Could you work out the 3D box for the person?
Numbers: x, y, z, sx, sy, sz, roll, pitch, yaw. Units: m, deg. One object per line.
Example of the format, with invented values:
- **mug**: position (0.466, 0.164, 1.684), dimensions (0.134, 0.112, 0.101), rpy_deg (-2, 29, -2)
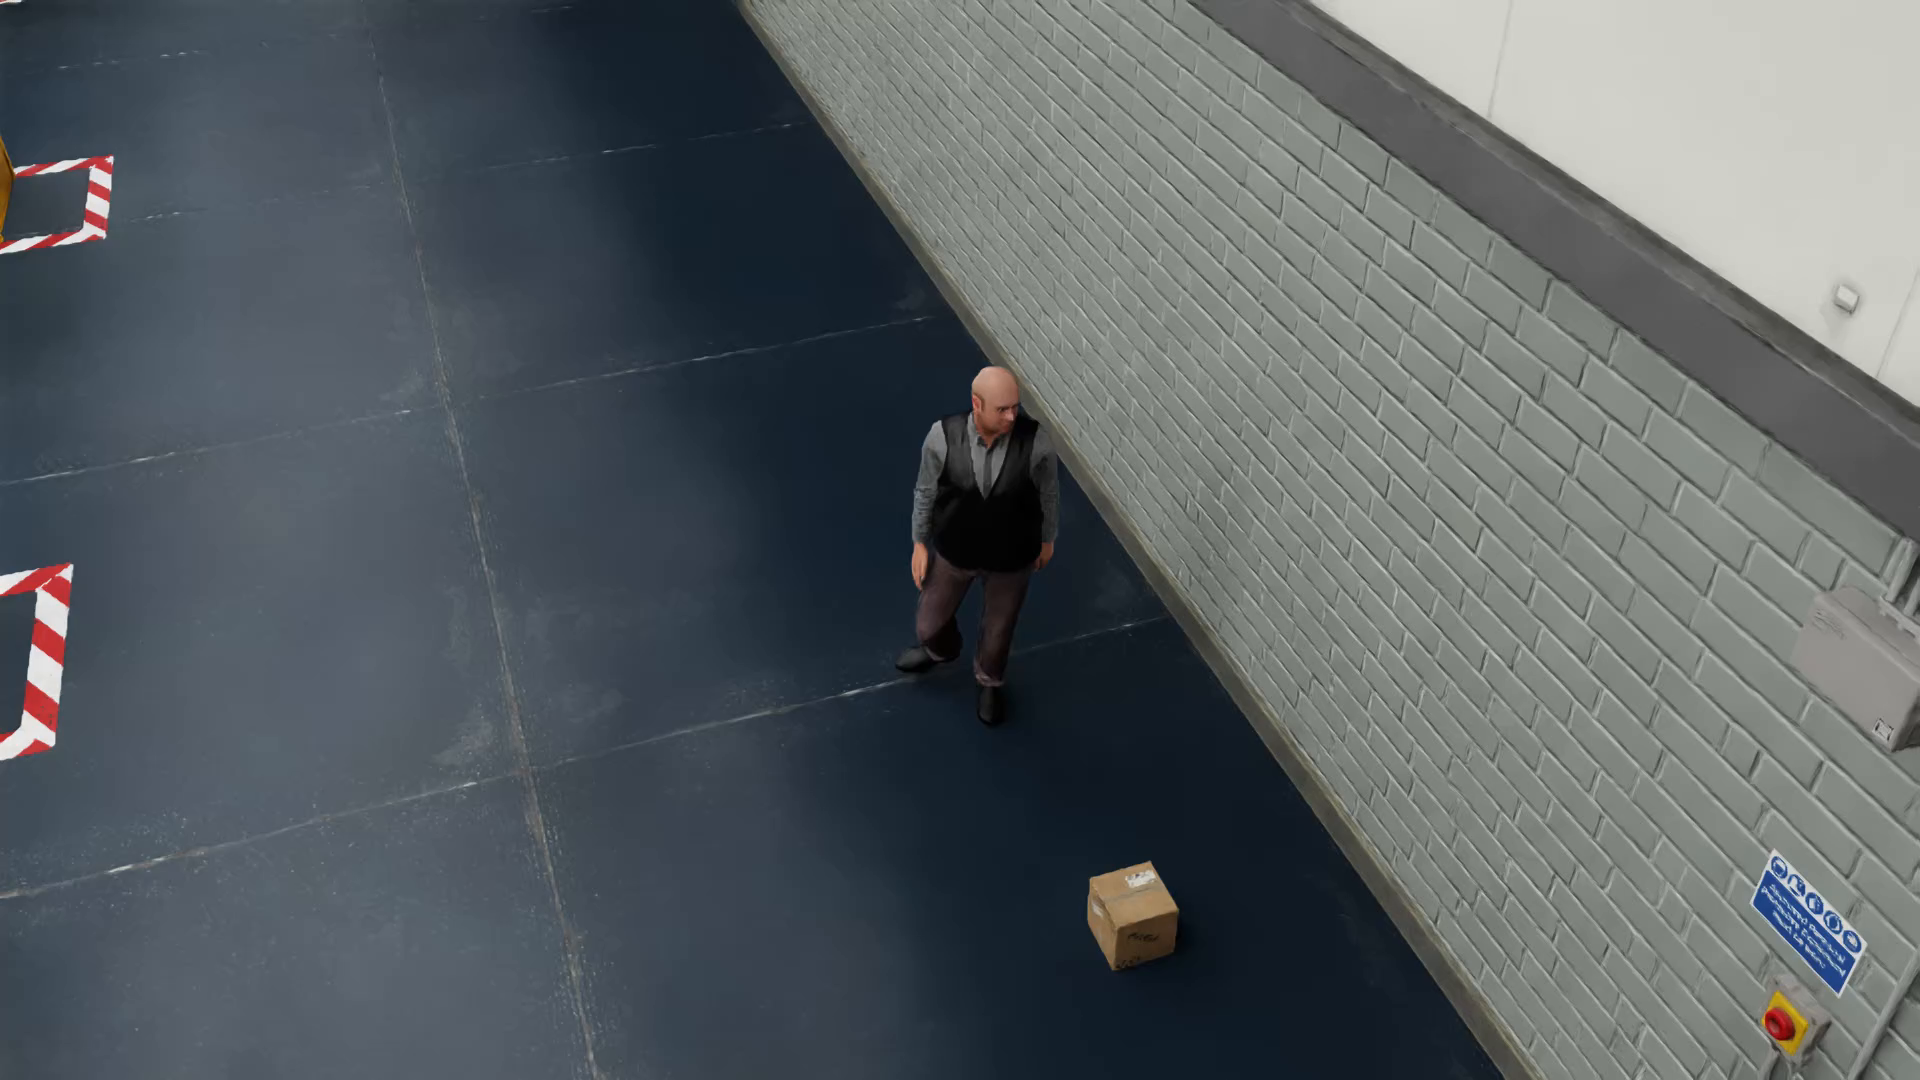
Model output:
- **person**: position (0.046, 0.011, 6.763), dimensions (0.703, 1.714, 0.457), rpy_deg (4, 38, 6)
